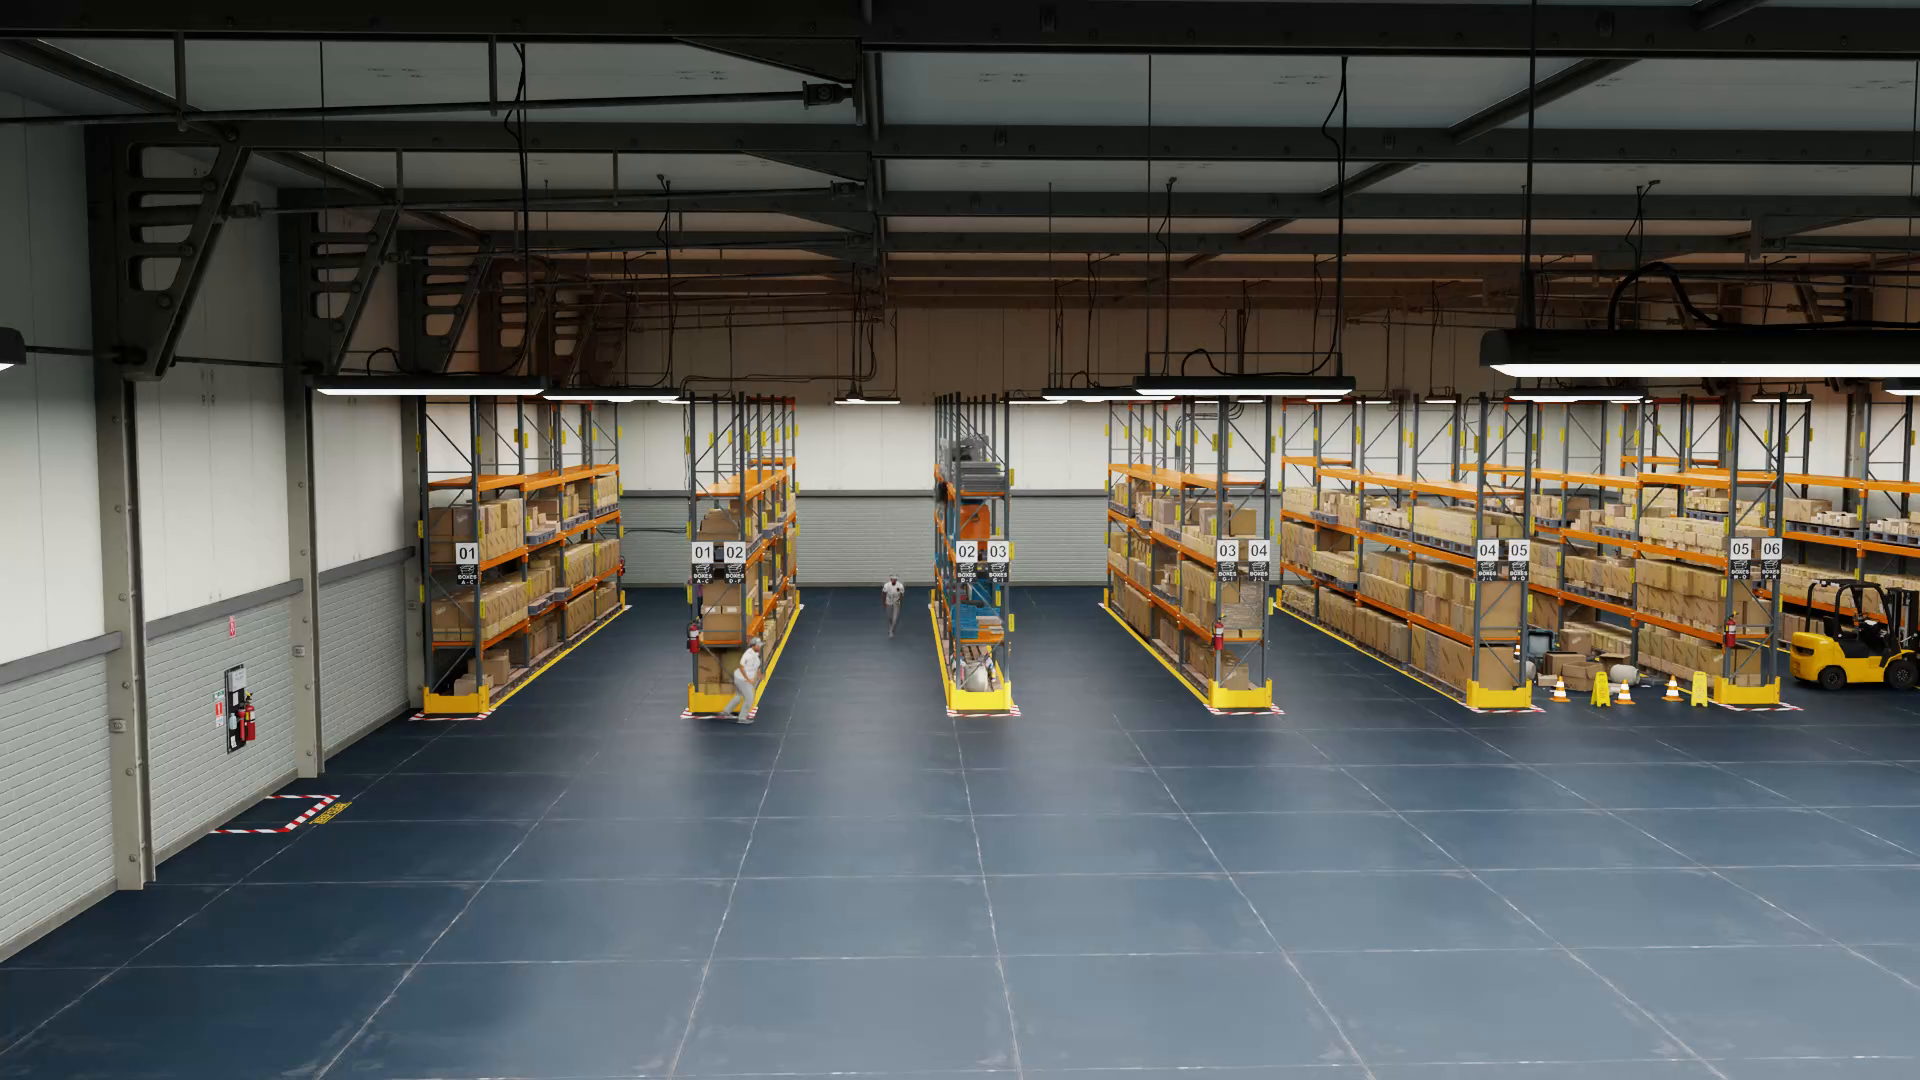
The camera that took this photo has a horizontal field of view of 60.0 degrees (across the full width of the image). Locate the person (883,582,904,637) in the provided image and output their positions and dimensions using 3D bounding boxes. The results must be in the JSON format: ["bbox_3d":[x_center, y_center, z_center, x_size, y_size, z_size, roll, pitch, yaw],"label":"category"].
[{"bbox_3d":[-1.666,1.720,41.512,0.536,1.419,0.596,0,5,-6],"label":"person"}]

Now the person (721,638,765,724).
[{"bbox_3d":[-3.906,2.533,30.121,0.810,1.573,0.638,0,5,3],"label":"person"}]

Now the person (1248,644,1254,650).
[{"bbox_3d":[6.832,1.749,39.668,0.705,1.695,1.024,-1,5,-13],"label":"person"}]

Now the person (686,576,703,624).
[{"bbox_3d":[-6.822,1.497,42.984,0.555,1.604,0.800,0,5,1],"label":"person"}]
